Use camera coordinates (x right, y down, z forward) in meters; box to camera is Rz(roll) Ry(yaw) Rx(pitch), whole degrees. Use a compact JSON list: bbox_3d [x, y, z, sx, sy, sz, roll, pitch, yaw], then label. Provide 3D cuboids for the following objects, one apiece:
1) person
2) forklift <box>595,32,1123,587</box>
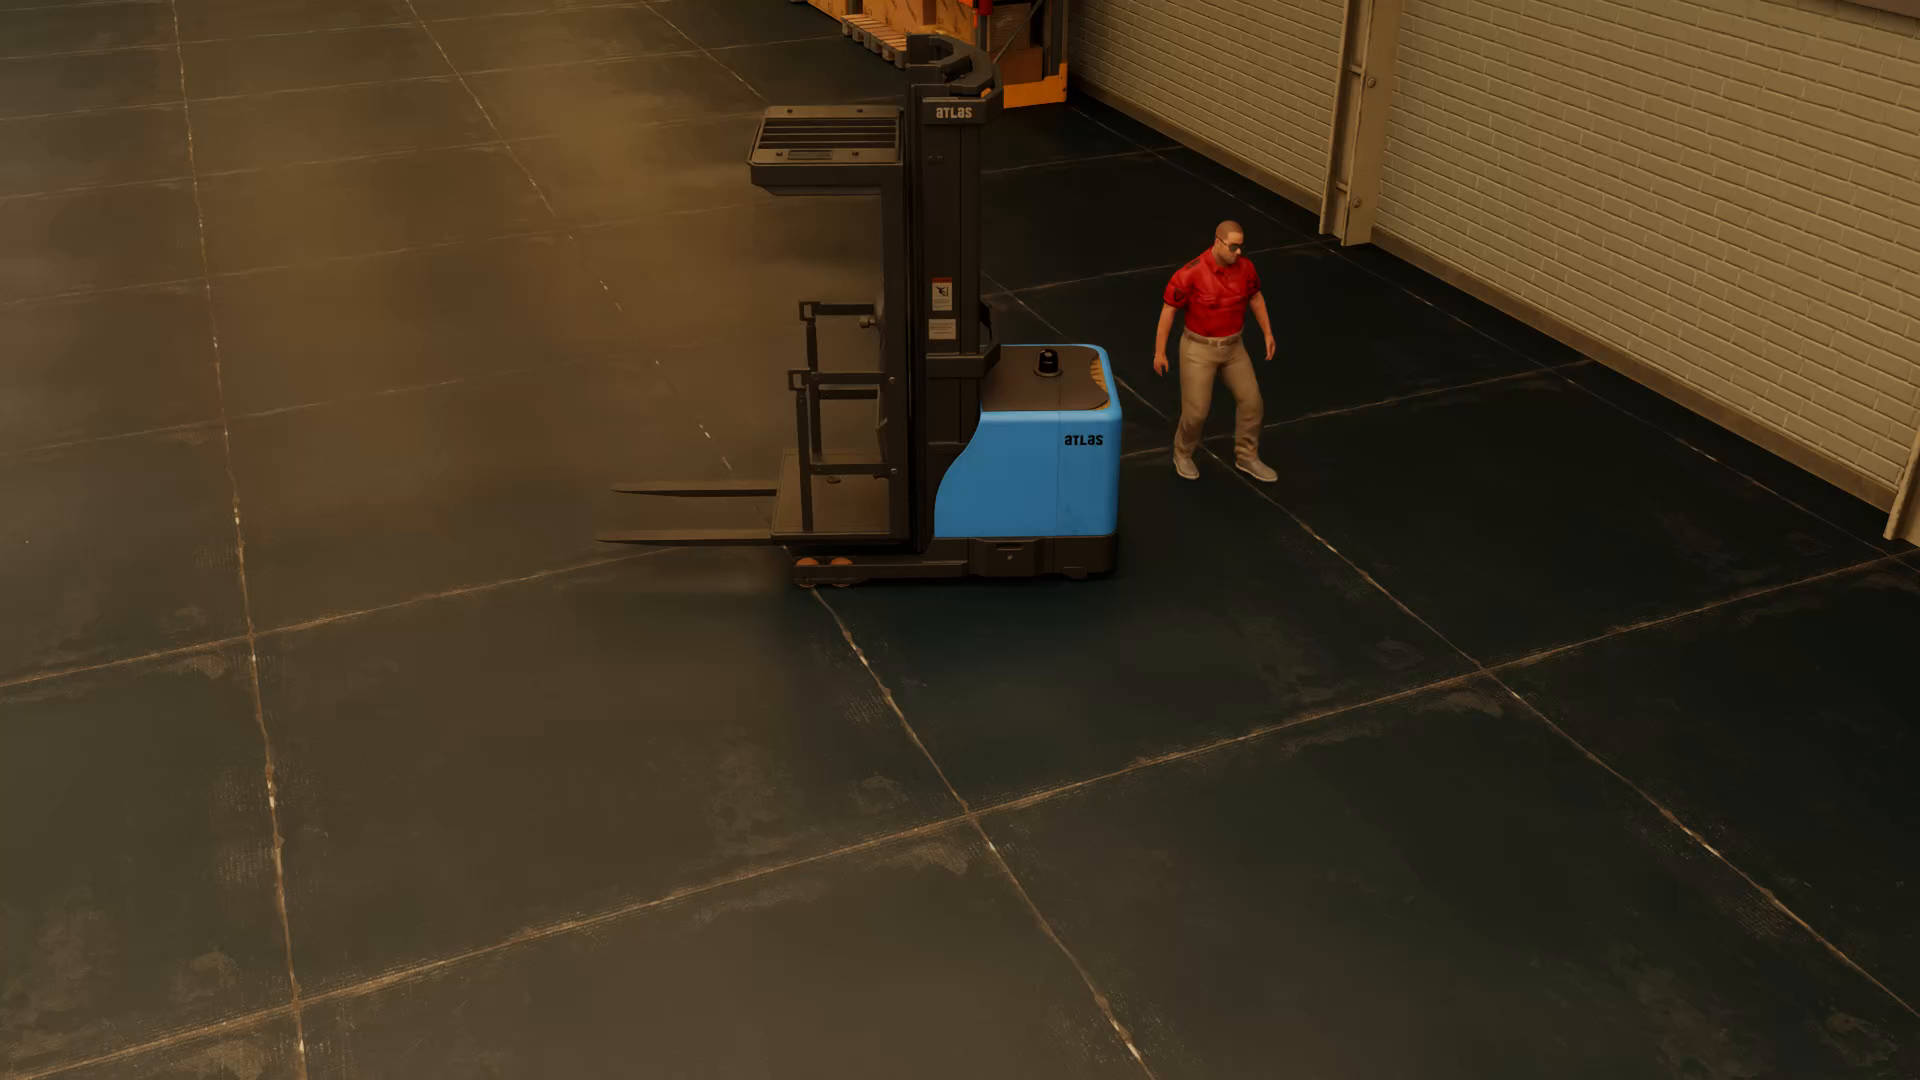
[{"bbox_3d":[1.637,-1.164,10.404,0.823,1.693,0.547,-11,32,-18],"label":"person"},{"bbox_3d":[-0.610,-1.265,9.333,3.031,2.935,1.130,-1,30,-1],"label":"forklift"}]
